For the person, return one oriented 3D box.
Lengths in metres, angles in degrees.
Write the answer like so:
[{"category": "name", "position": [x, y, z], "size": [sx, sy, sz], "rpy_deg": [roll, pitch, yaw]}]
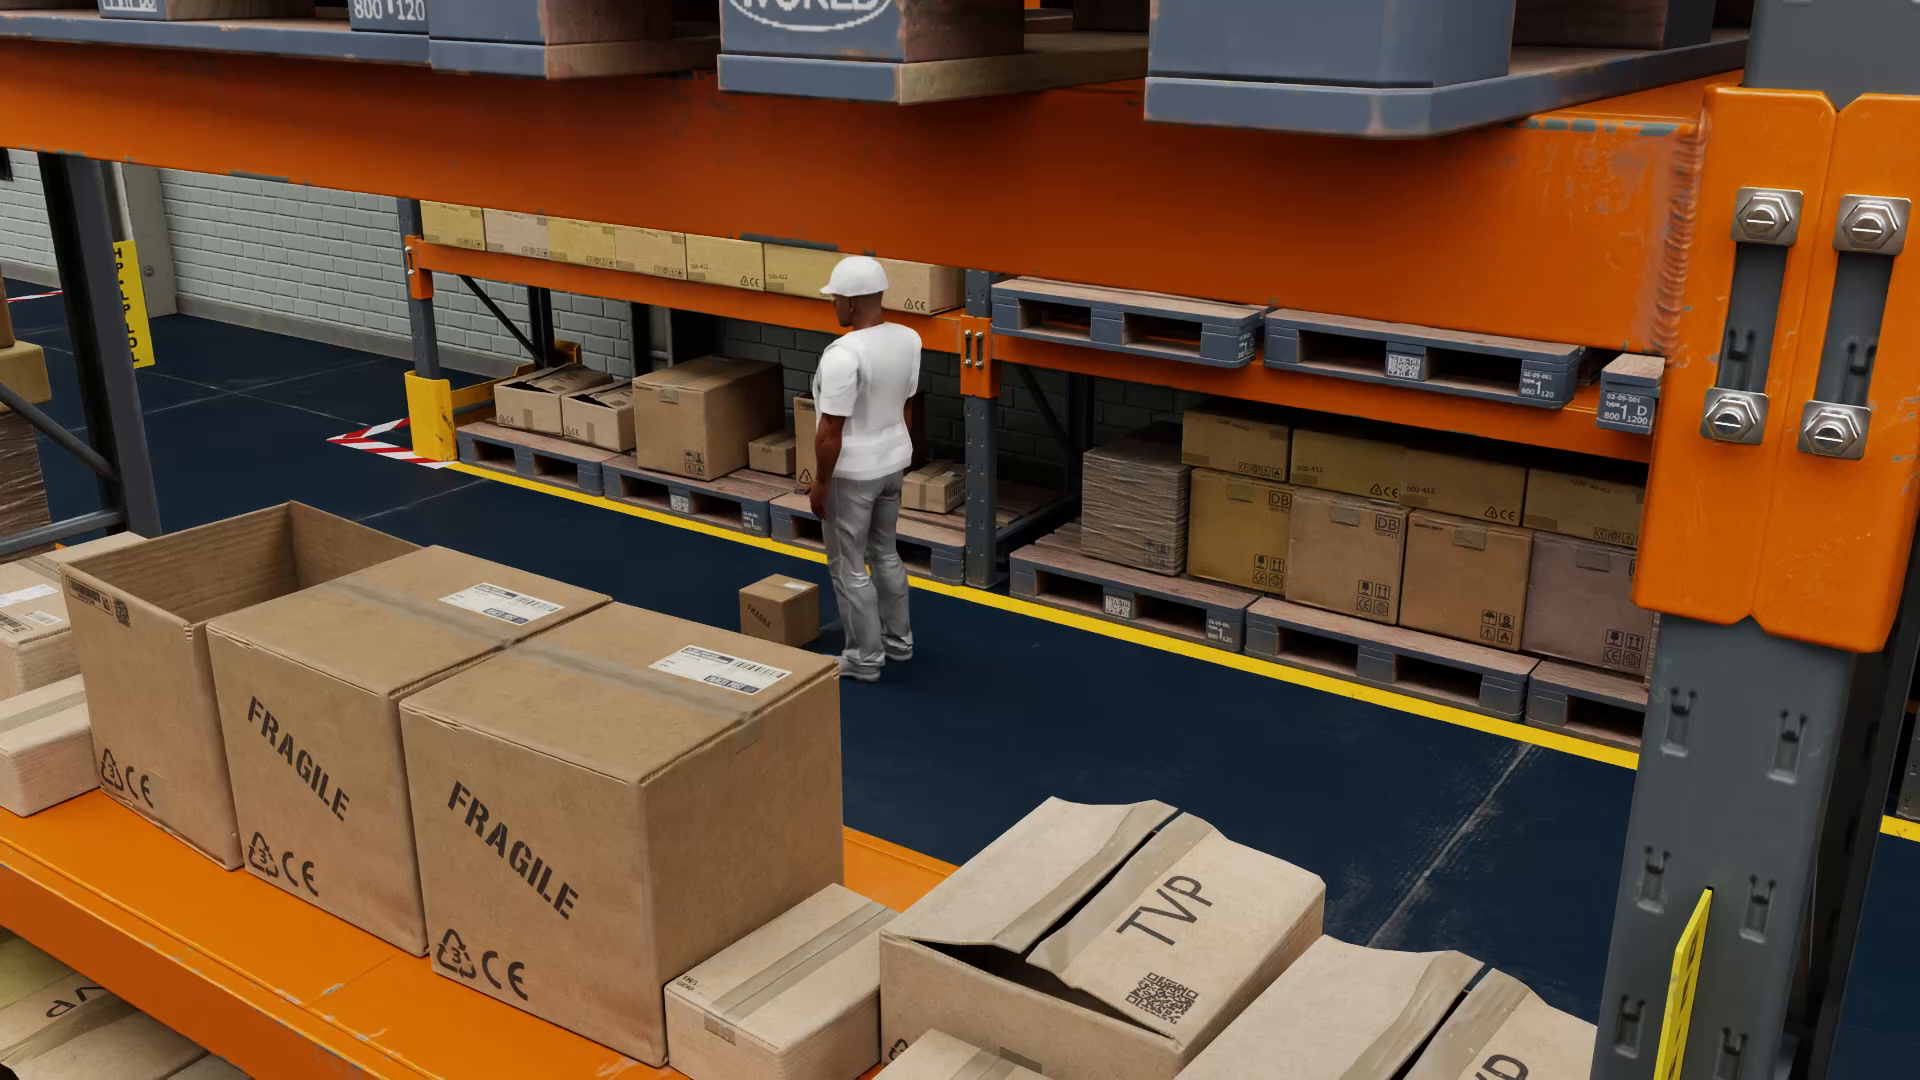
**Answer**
[{"category": "person", "position": [-0.403, -0.290, 6.851], "size": [0.365, 1.763, 0.565], "rpy_deg": [14, 24, 33]}]
